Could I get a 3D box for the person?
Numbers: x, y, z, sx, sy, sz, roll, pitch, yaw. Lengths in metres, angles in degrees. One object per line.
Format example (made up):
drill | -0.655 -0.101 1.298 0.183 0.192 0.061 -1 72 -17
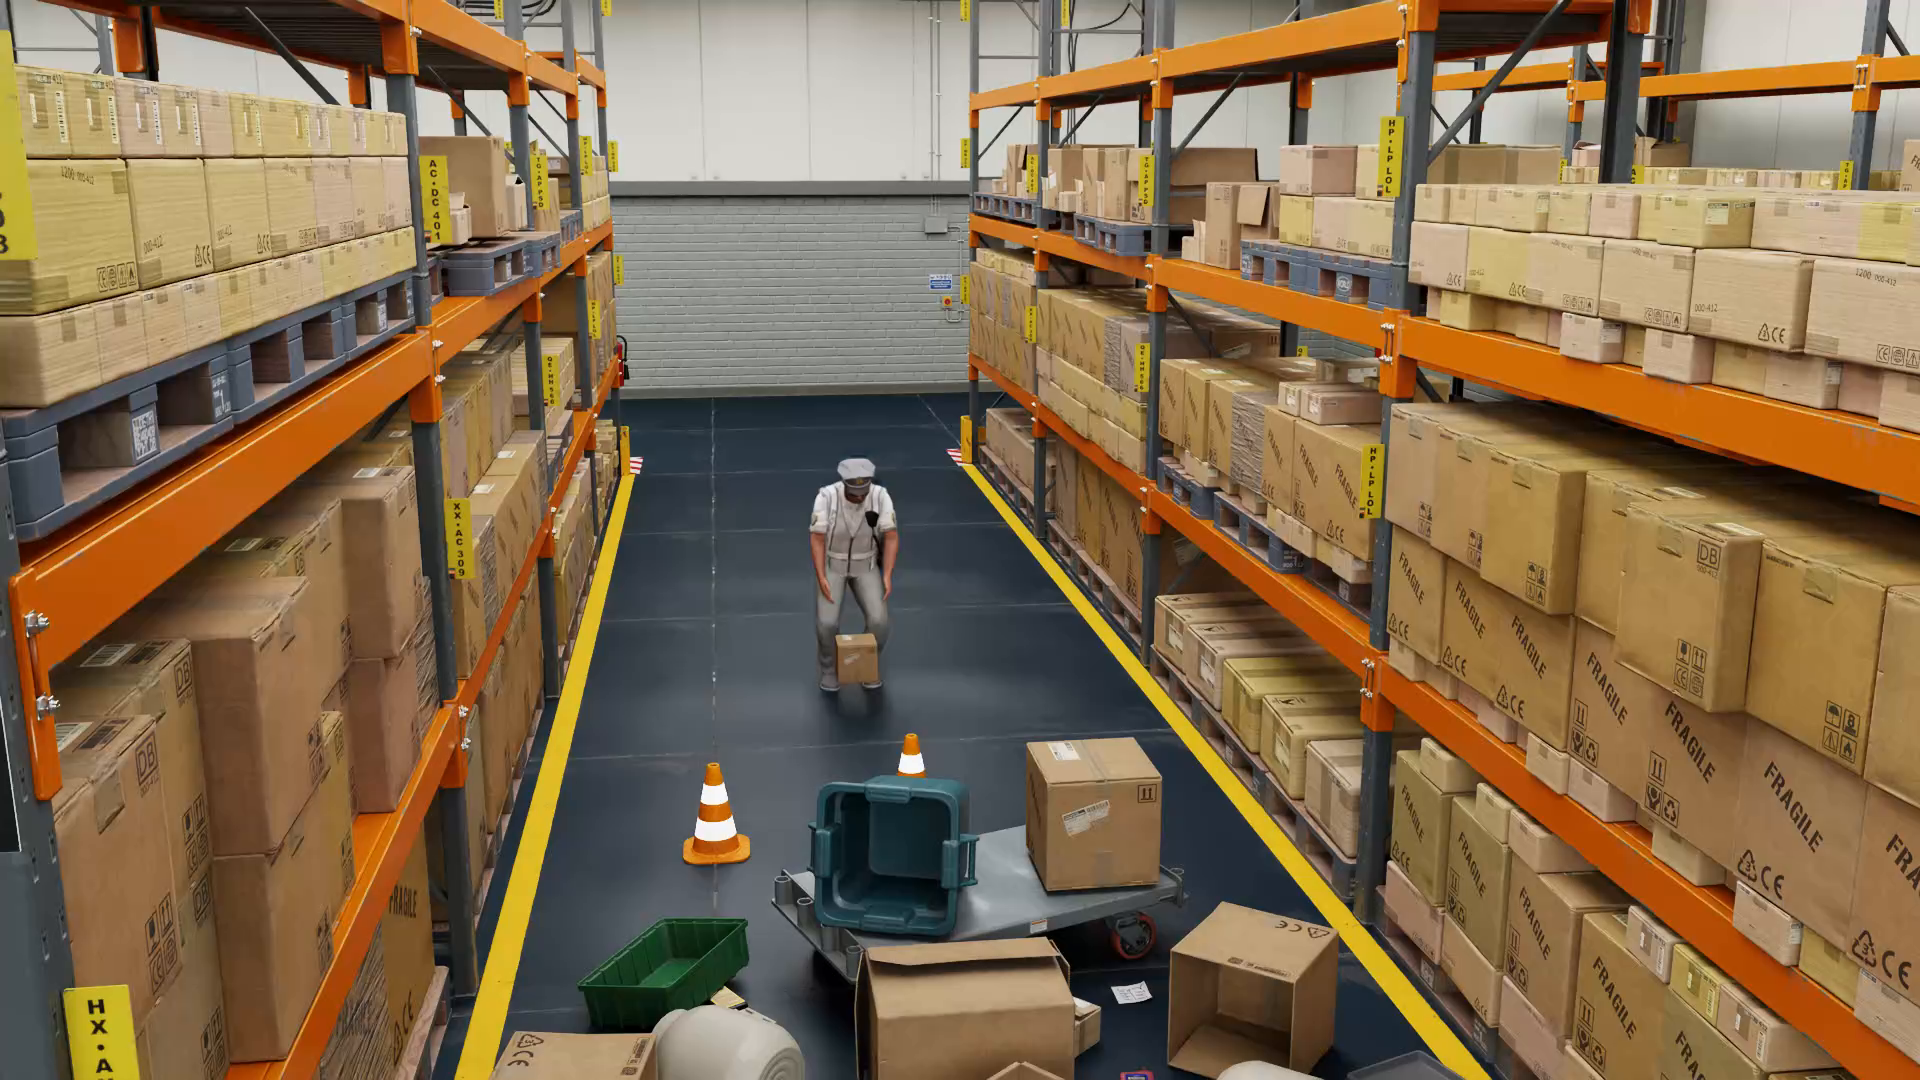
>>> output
person | -0.696 0.212 10.983 0.584 1.572 0.682 -2 13 -8
